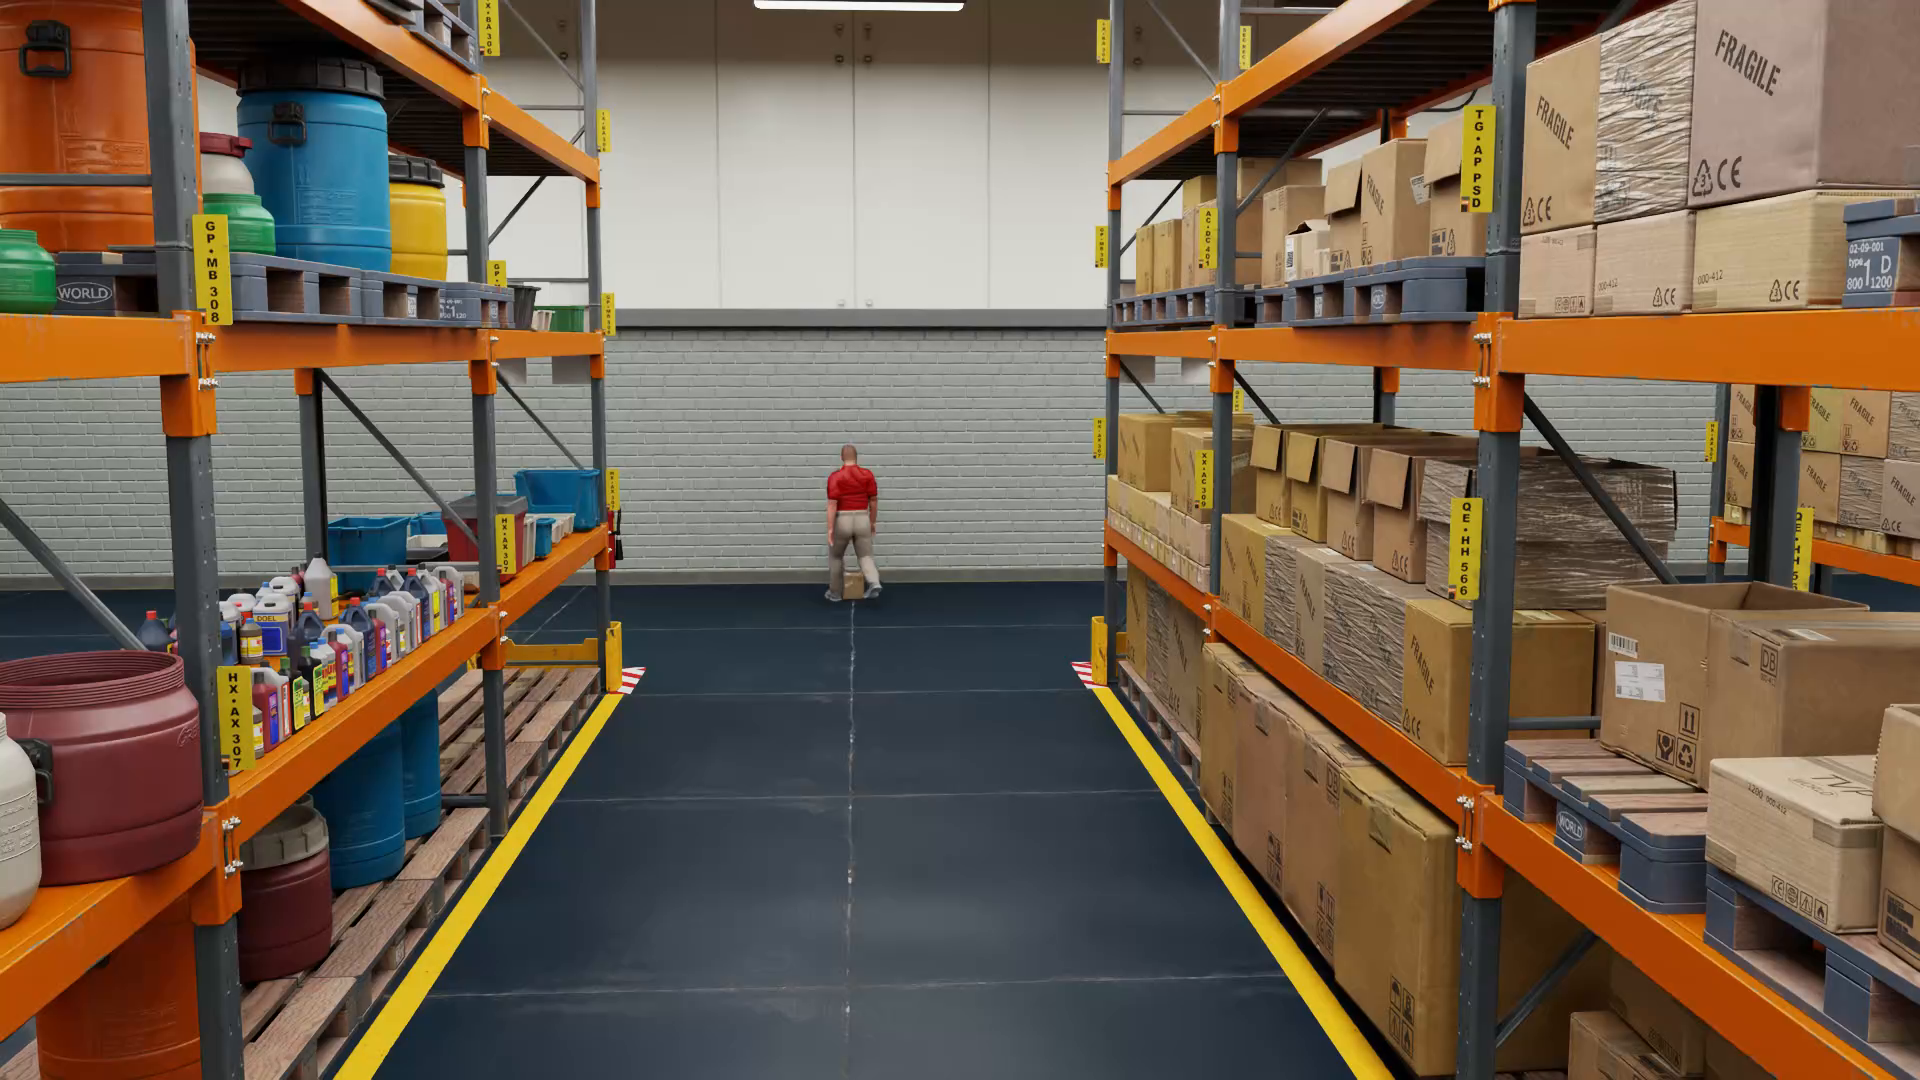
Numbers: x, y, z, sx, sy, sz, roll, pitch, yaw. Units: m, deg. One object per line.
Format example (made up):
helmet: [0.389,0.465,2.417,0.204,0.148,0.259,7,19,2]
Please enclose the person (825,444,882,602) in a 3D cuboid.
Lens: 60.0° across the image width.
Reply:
person: [-1.144,-0.165,17.363,0.555,1.681,0.951,-2,7,-18]
